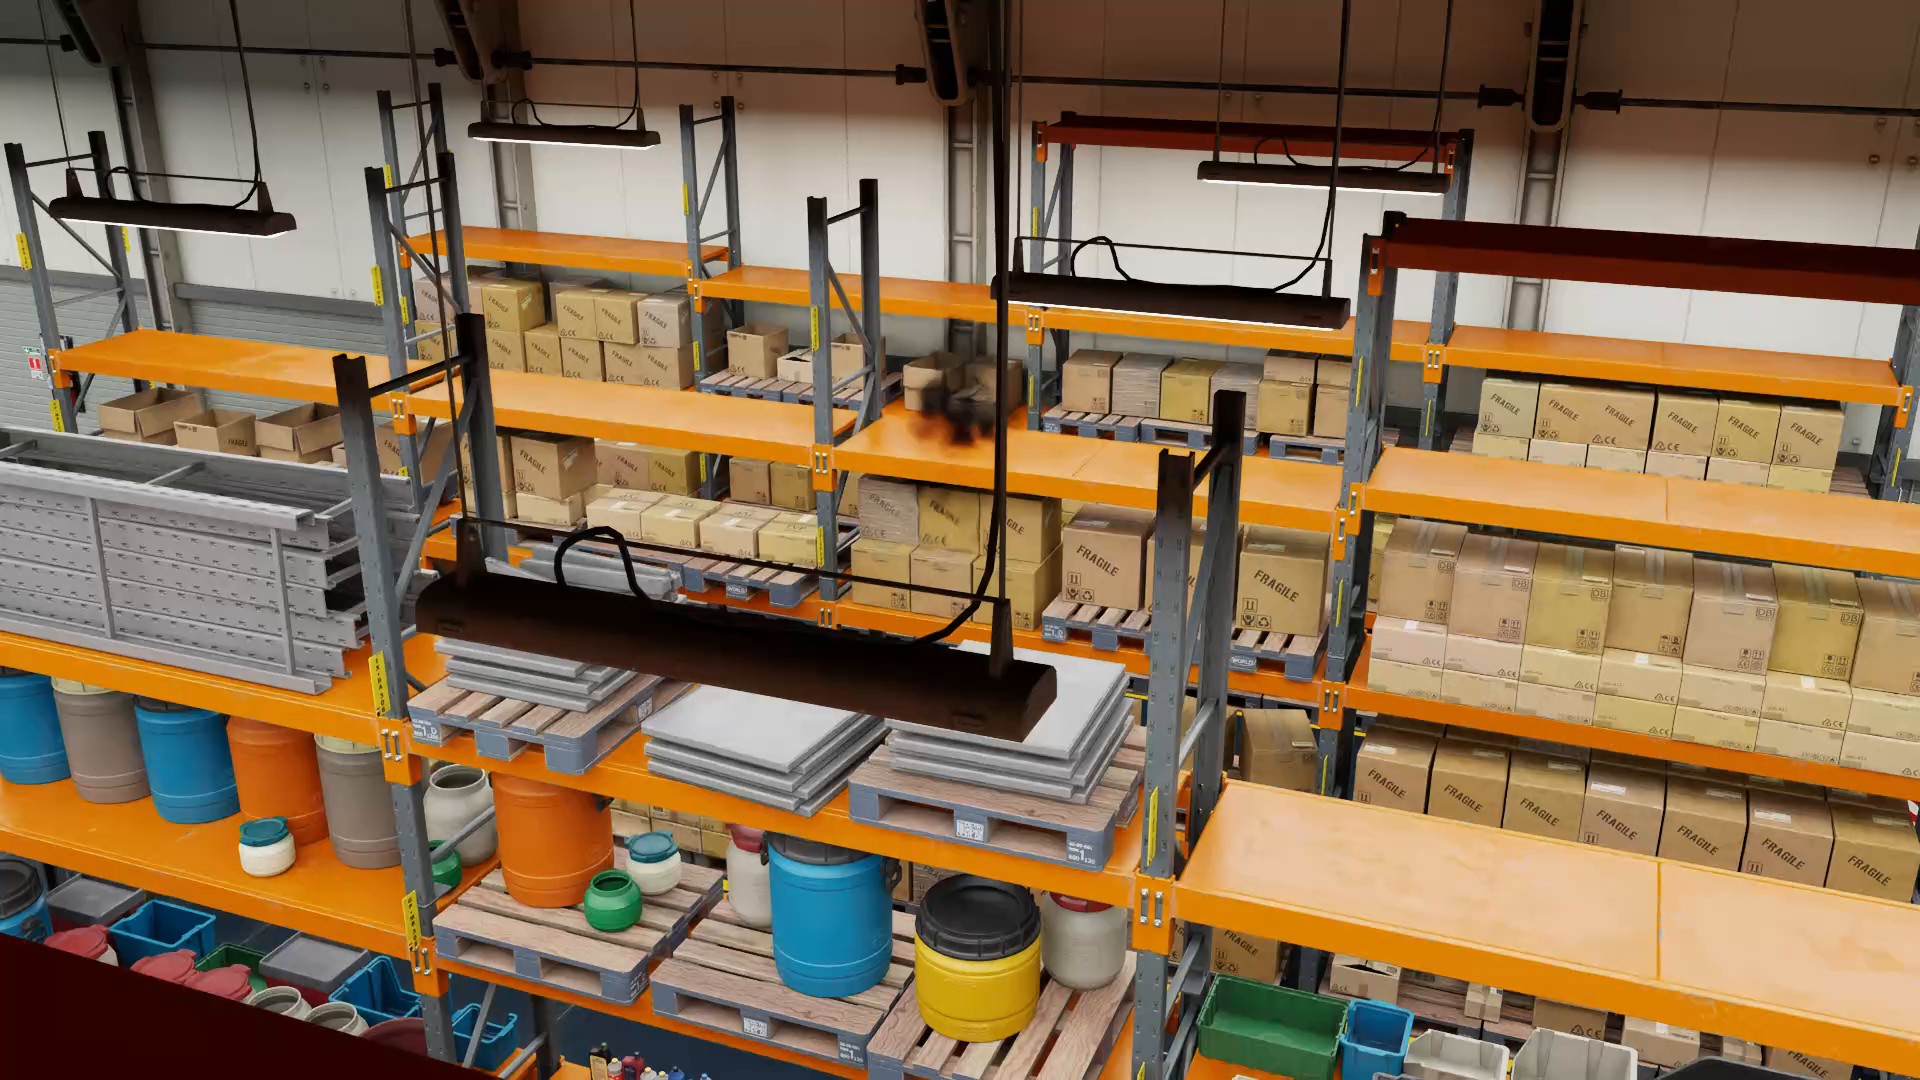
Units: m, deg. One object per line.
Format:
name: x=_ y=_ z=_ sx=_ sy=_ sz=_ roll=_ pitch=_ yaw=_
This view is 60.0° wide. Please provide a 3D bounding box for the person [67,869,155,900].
person: x=-7.198 y=2.306 z=13.774 sx=0.939 sy=1.768 sz=0.730 roll=1 pitch=21 yaw=2
